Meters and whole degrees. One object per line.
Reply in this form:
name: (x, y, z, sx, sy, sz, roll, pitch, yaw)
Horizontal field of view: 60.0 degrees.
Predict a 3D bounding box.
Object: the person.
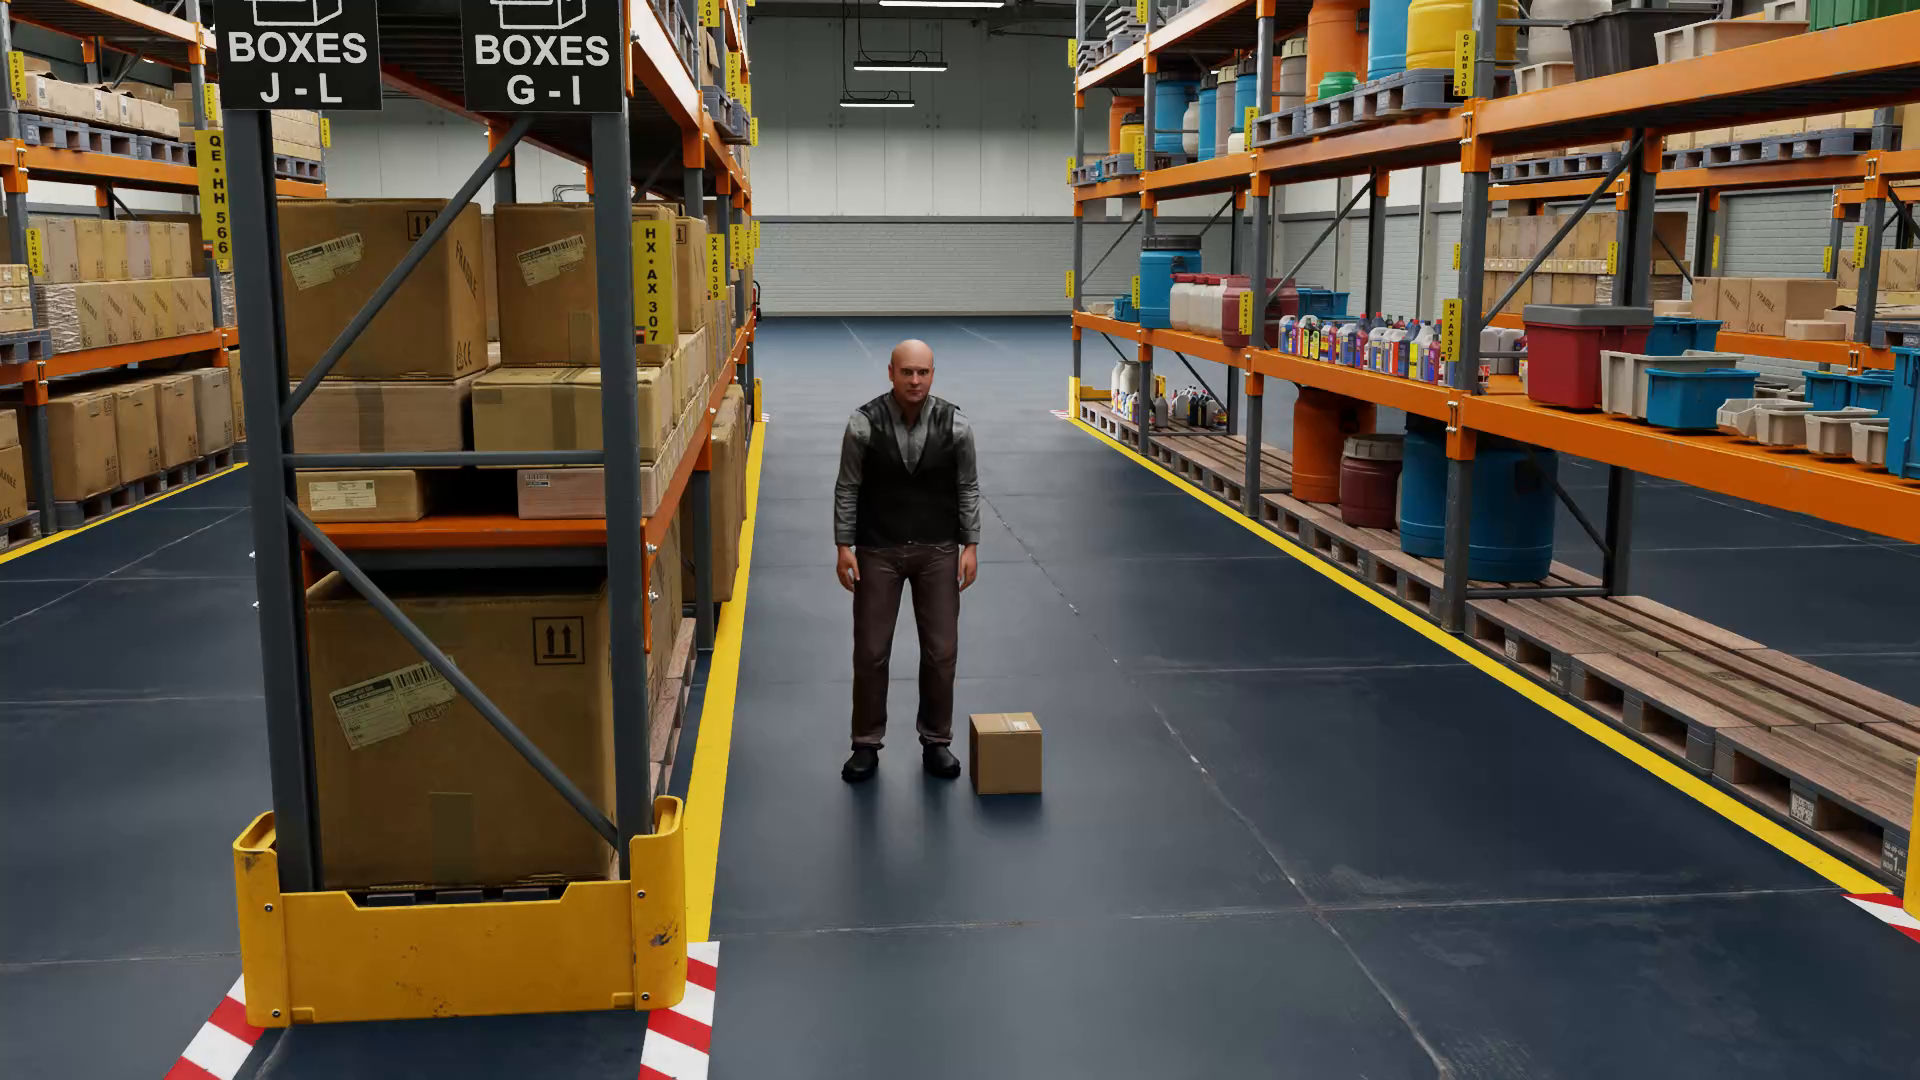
person: (-0.209, 0.066, 6.595, 0.580, 1.720, 0.421, -1, 10, -6)
